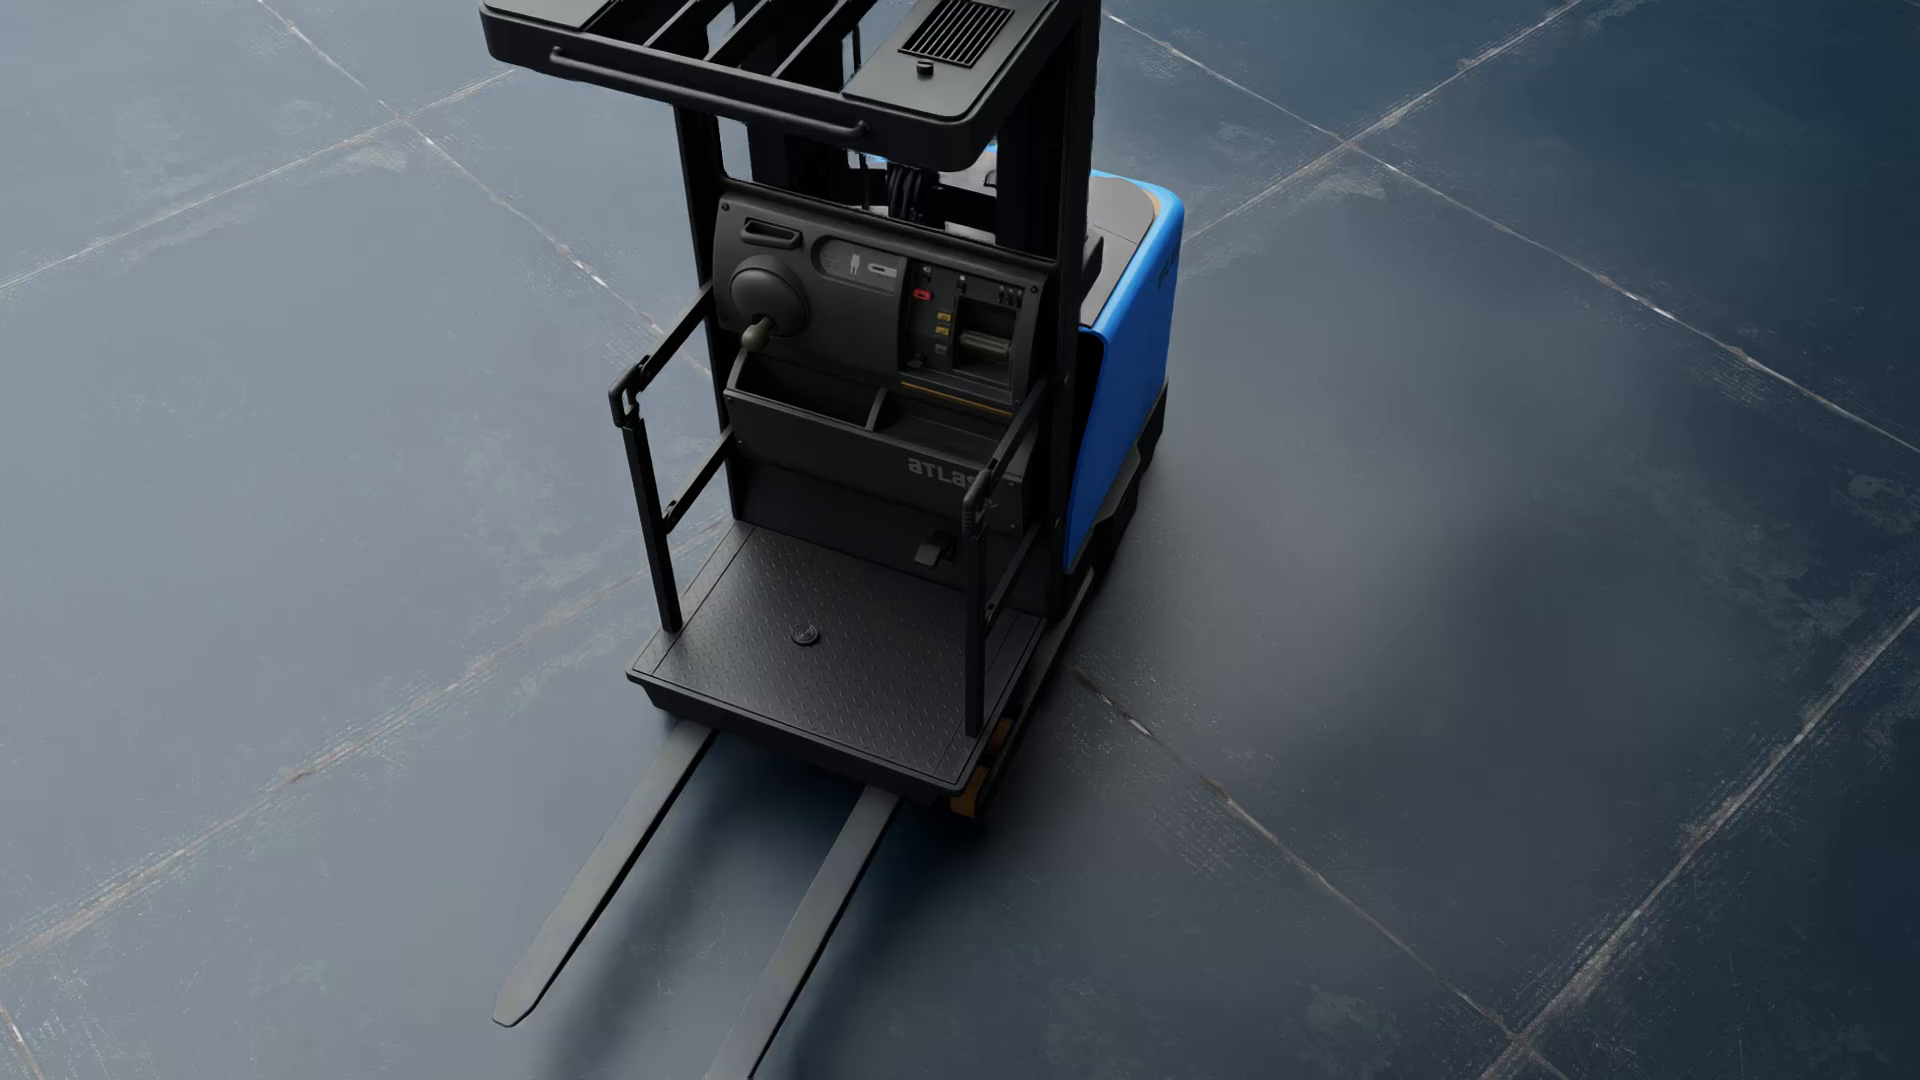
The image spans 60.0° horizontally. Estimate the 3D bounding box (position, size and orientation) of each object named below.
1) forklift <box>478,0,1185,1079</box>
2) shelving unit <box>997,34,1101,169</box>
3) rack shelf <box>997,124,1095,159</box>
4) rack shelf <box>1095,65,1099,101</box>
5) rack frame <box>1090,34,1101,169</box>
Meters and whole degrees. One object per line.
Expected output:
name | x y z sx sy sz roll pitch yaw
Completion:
forklift | -0.310 -0.528 4.243 1.130 2.935 3.031 17 50 15
shelving unit | 0.254 -1.215 6.048 0.258 1.200 0.503 23 50 20
rack shelf | 0.254 -1.336 5.921 0.258 0.148 0.480 23 50 20
rack shelf | 0.255 -1.501 5.747 0.258 0.148 0.480 23 50 20
rack frame | 0.376 -1.368 6.194 0.240 1.200 0.015 23 50 20
